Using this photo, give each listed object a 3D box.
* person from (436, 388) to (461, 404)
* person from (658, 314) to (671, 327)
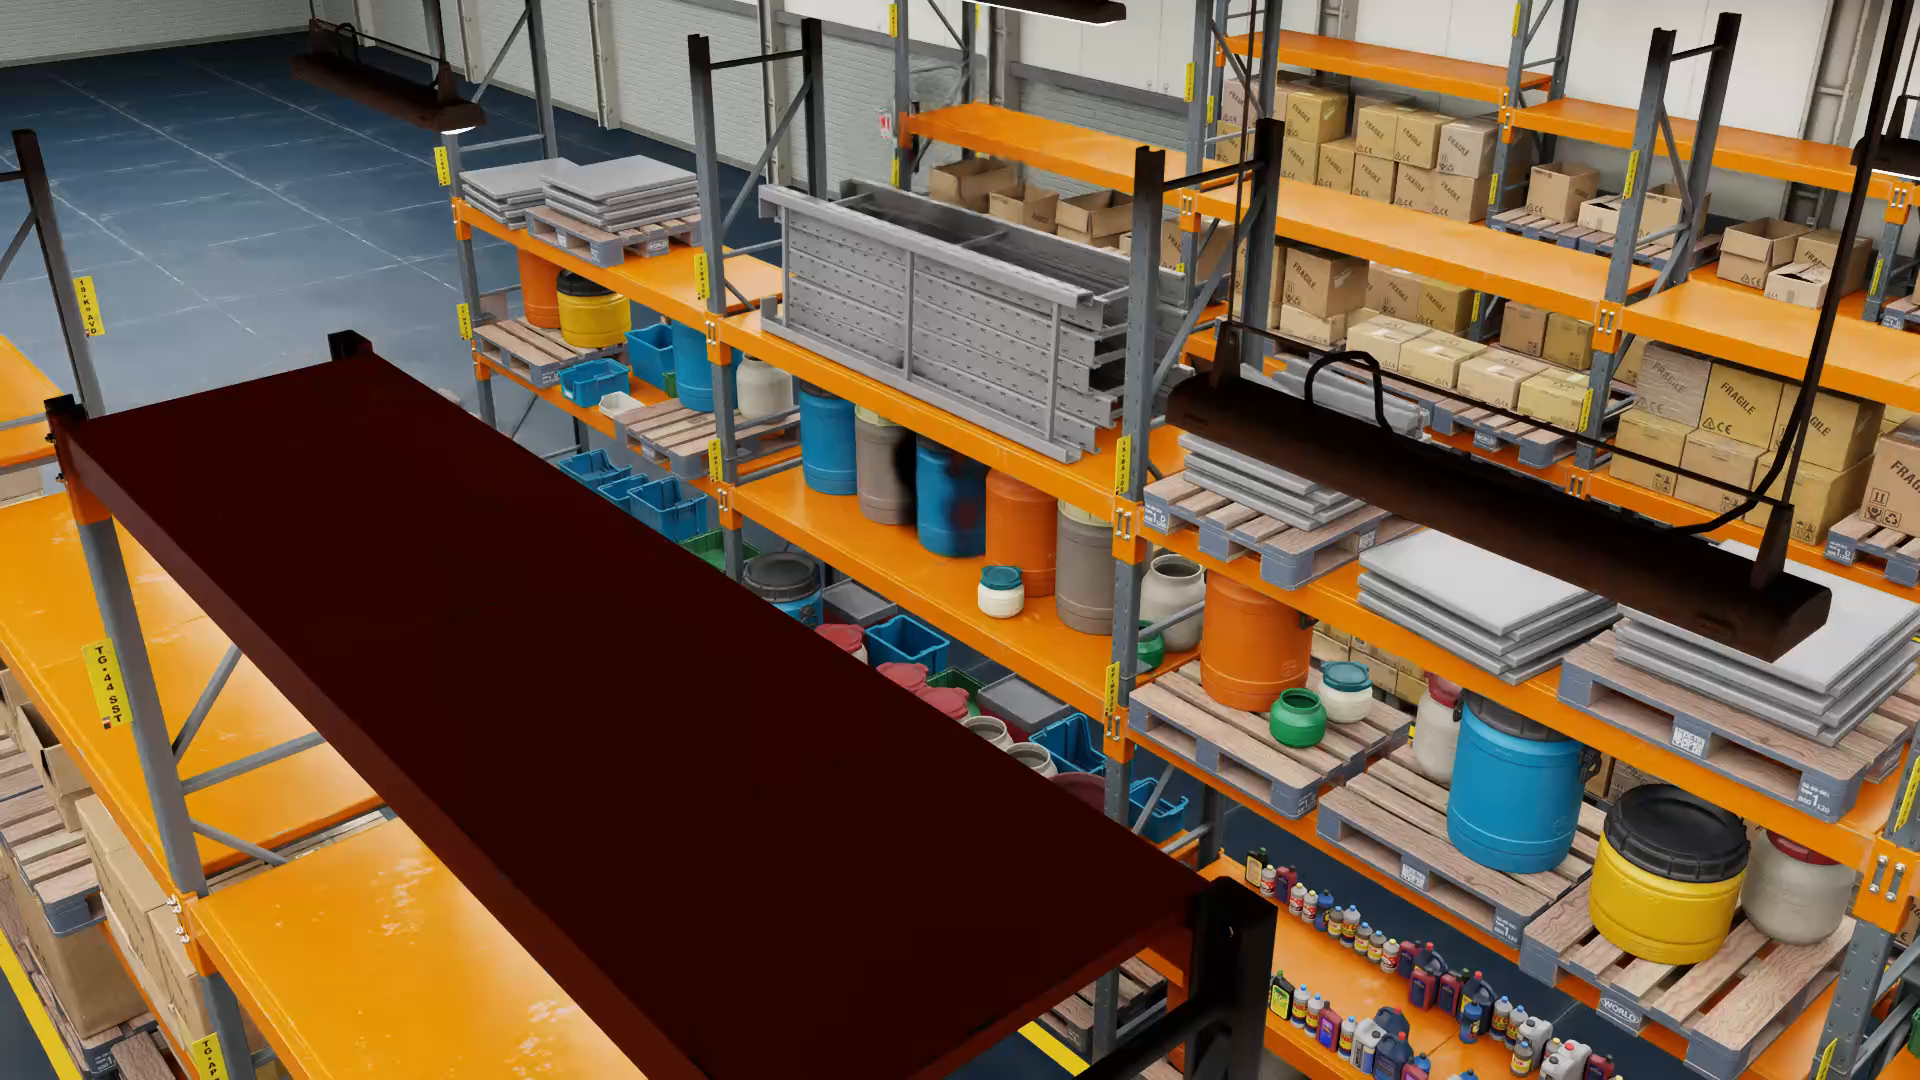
[{"bbox_3d":[-5.121,-0.719,17.141,0.753,1.747,0.599,1,27,1],"label":"person"},{"bbox_3d":[-3.292,-1.875,19.445,1.126,1.674,0.535,-4,27,-8],"label":"person"}]
